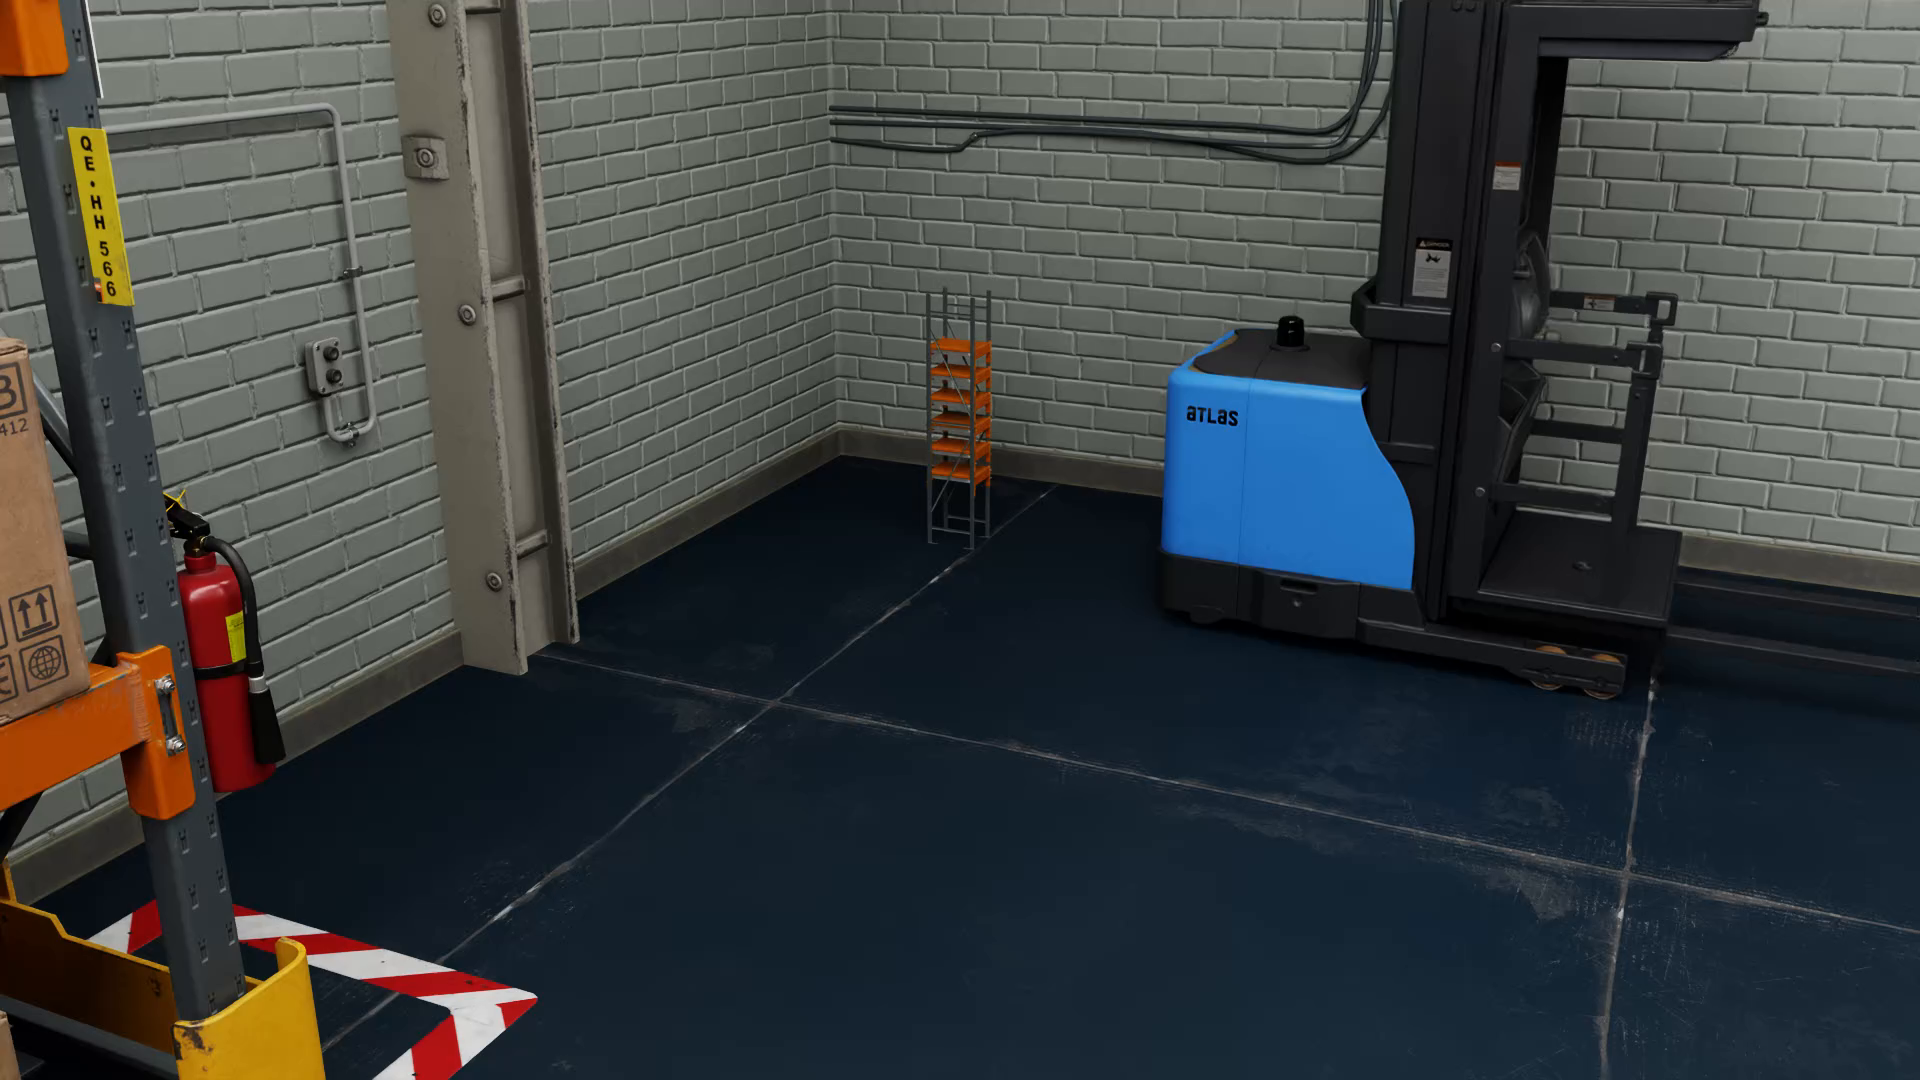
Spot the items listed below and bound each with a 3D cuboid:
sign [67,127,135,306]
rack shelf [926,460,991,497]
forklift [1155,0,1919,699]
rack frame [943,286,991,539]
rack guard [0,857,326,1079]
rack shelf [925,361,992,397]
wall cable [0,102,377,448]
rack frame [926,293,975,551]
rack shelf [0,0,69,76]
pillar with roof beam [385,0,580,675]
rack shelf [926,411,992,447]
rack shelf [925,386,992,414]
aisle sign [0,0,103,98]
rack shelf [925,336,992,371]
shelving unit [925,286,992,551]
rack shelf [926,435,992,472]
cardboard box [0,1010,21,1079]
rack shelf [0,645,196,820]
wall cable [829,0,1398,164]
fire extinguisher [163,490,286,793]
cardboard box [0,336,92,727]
[{"bbox_3d":[-1.603,-0.600,3.099,0.100,0.325,0.005,9,21,23],"label":"sign"},{"bbox_3d":[-0.006,-0.293,7.851,0.258,0.103,0.180,9,21,23],"label":"rack shelf"},{"bbox_3d":[2.384,-0.983,6.358,3.031,2.935,1.130,9,21,23],"label":"forklift"},{"bbox_3d":[0.032,-0.589,7.834,0.240,1.200,0.006,9,21,23],"label":"rack frame"},{"bbox_3d":[-2.082,1.148,3.994,1.175,0.500,0.348,9,21,23],"label":"rack guard"},{"bbox_3d":[-0.006,-0.745,7.690,0.258,0.103,0.180,9,21,23],"label":"rack shelf"},{"bbox_3d":[-2.431,-1.022,4.850,0.084,1.984,1.851,9,21,23],"label":"wall cable"},{"bbox_3d":[-0.043,-0.533,7.677,0.240,1.200,0.006,9,21,23],"label":"rack frame"},{"bbox_3d":[-2.911,-0.485,1.453,1.077,0.370,4.000,9,21,23],"label":"rack shelf"},{"bbox_3d":[2.152,-3.202,3.543,9.100,9.000,0.400,9,21,23],"label":"pillar with roof beam"},{"bbox_3d":[-0.006,-0.519,7.770,0.258,0.103,0.180,9,21,23],"label":"rack shelf"},{"bbox_3d":[-0.006,-0.632,7.730,0.258,0.103,0.180,9,21,23],"label":"rack shelf"},{"bbox_3d":[-1.789,-1.228,3.065,0.394,0.787,0.004,9,21,23],"label":"aisle sign"},{"bbox_3d":[-0.006,-0.858,7.650,0.258,0.103,0.180,9,21,23],"label":"rack shelf"},{"bbox_3d":[-0.006,-0.561,7.755,0.258,1.200,0.189,9,21,23],"label":"shelving unit"},{"bbox_3d":[-0.006,-0.406,7.810,0.258,0.103,0.180,9,21,23],"label":"rack shelf"},{"bbox_3d":[-2.287,1.186,3.262,0.700,0.500,0.500,9,21,23],"label":"cardboard box"},{"bbox_3d":[-2.911,0.928,1.956,1.077,0.370,4.000,9,21,23],"label":"rack shelf"},{"bbox_3d":[0.550,-3.066,7.793,3.097,2.526,0.112,9,21,23],"label":"wall cable"},{"bbox_3d":[-1.609,0.207,3.581,0.296,0.674,0.183,9,21,23],"label":"fire extinguisher"},{"bbox_3d":[-2.292,-0.006,3.062,0.980,0.700,0.700,10,22,25],"label":"cardboard box"}]
